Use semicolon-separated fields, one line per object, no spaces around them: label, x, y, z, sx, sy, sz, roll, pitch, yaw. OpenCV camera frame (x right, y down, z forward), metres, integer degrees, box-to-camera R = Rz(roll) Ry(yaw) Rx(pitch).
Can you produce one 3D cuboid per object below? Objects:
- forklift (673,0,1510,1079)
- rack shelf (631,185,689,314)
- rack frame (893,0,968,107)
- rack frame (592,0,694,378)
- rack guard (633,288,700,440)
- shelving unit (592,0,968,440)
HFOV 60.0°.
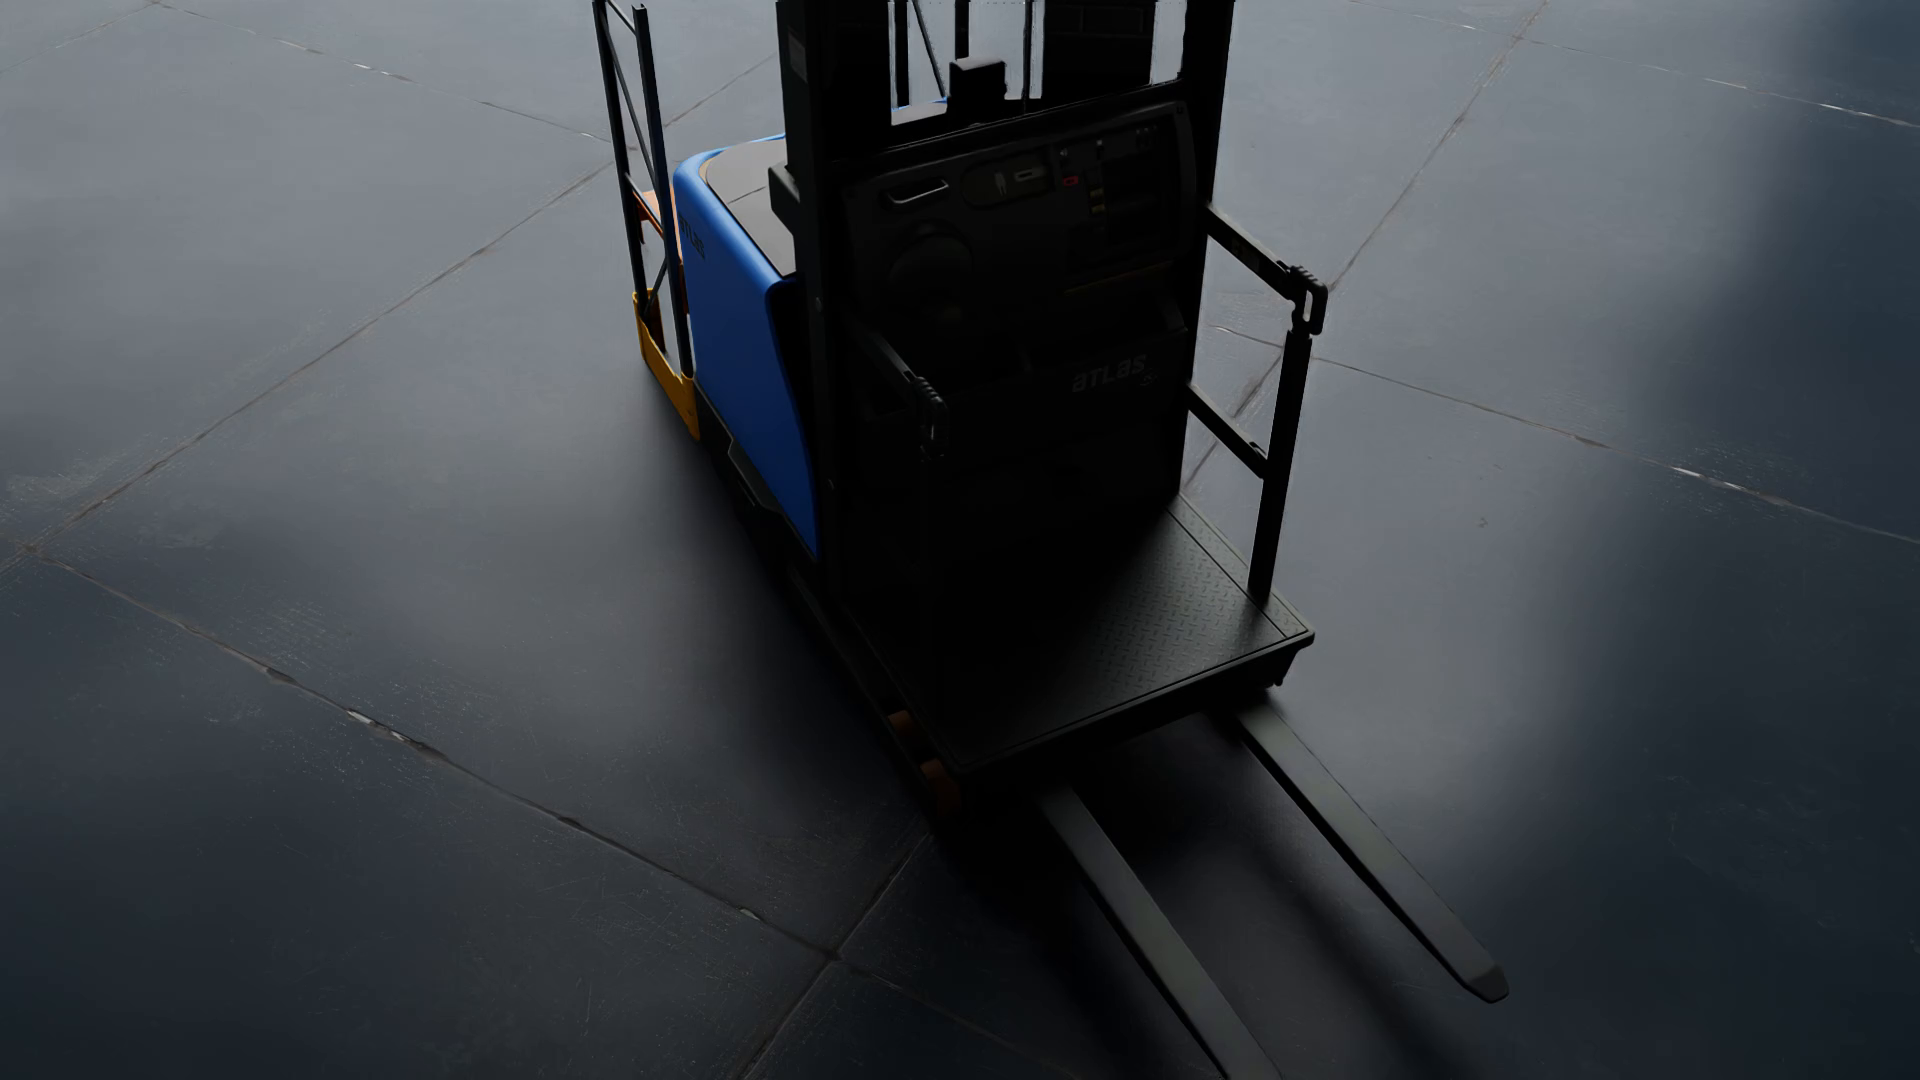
forklift;0.256;-0.700;3.827;1.130;2.935;3.031;-19;45;-20
rack shelf;-0.554;-1.095;5.631;1.000;0.185;0.538;-18;45;-20
rack frame;-0.101;-1.382;5.684;0.032;1.500;0.500;-18;45;-20
rack frame;-1.008;-1.079;5.340;0.032;1.500;0.500;-18;45;-20
rack guard;-0.991;-0.615;5.760;0.087;0.250;0.587;-18;45;-20
shelving unit;-0.546;-1.233;5.515;1.083;1.500;0.587;-18;45;-20
